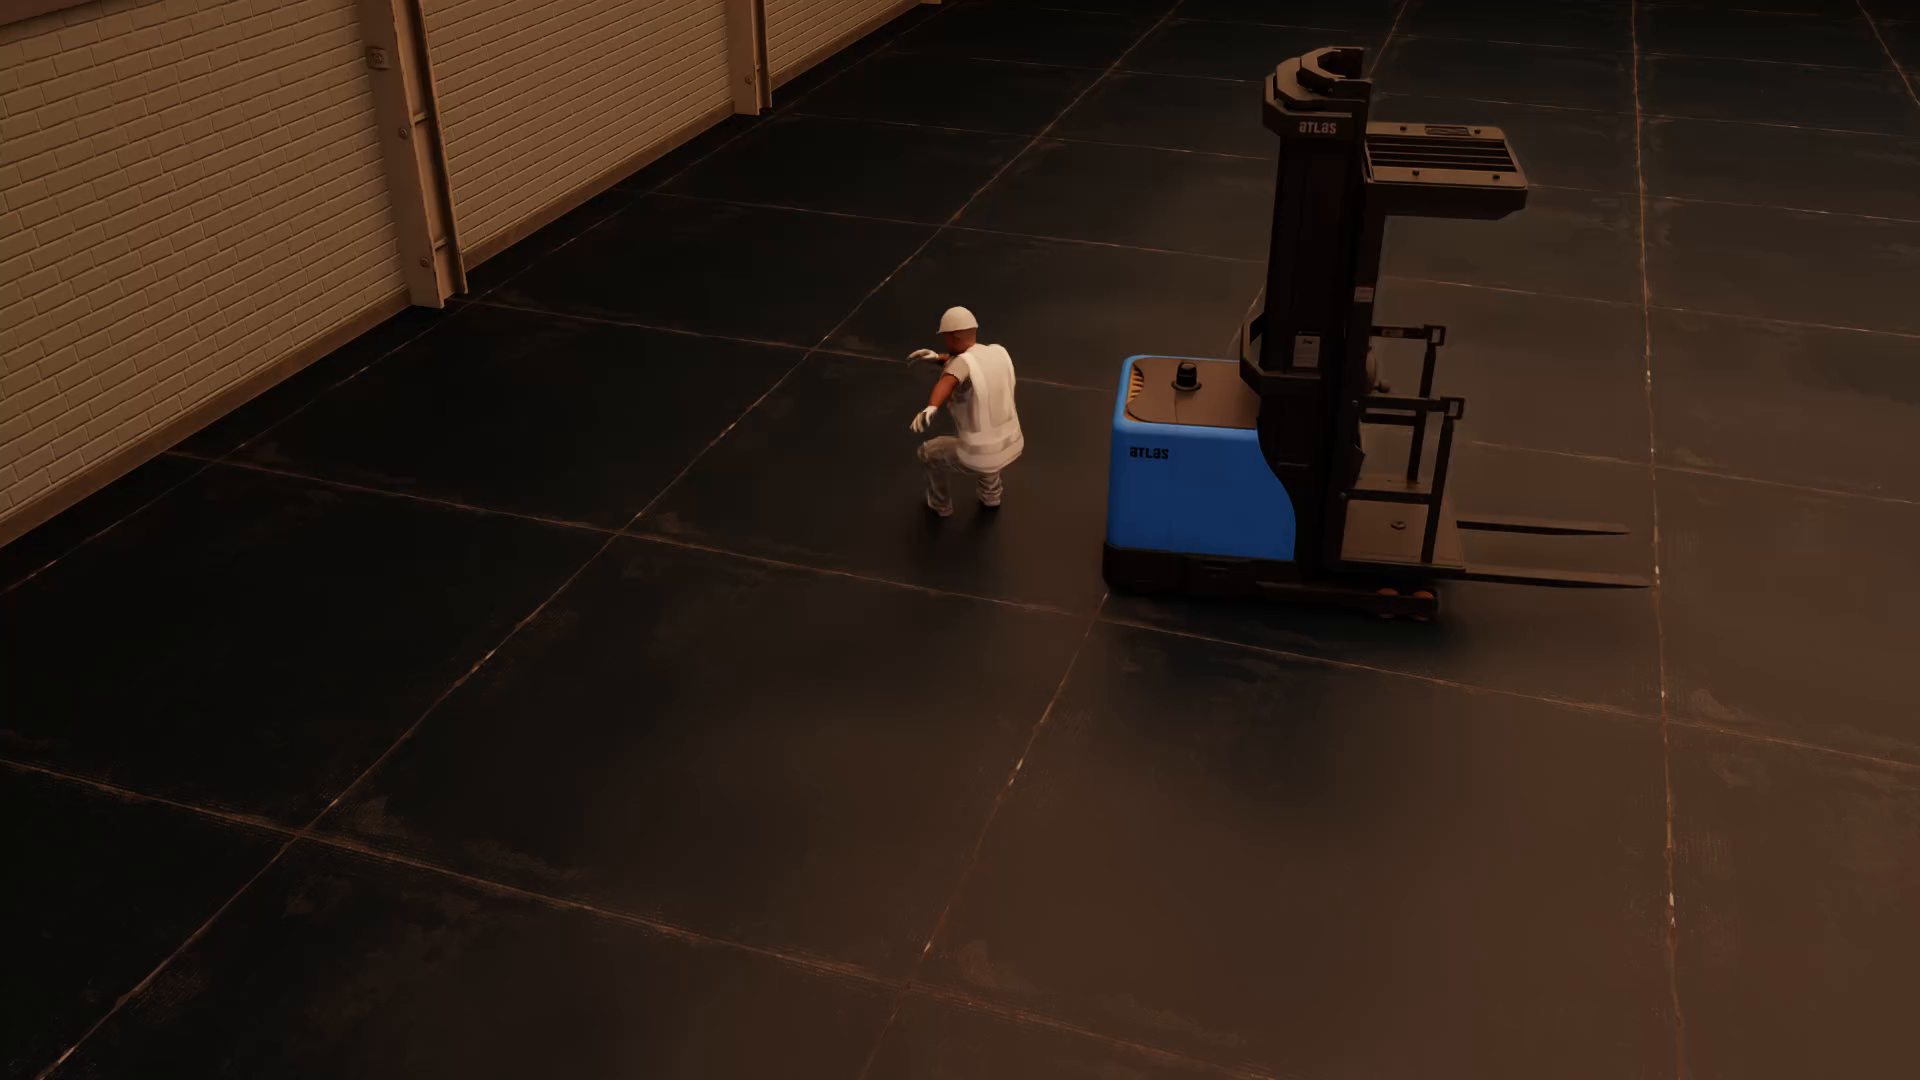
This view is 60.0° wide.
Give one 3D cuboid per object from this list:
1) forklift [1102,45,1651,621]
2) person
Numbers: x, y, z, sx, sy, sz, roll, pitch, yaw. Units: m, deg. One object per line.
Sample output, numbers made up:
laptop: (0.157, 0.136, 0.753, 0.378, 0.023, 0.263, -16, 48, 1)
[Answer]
forklift: (2.381, -1.103, 9.072, 3.031, 2.935, 1.130, 4, 30, 8)
person: (-0.095, -0.610, 9.757, 0.859, 1.449, 1.336, 23, 37, 35)
